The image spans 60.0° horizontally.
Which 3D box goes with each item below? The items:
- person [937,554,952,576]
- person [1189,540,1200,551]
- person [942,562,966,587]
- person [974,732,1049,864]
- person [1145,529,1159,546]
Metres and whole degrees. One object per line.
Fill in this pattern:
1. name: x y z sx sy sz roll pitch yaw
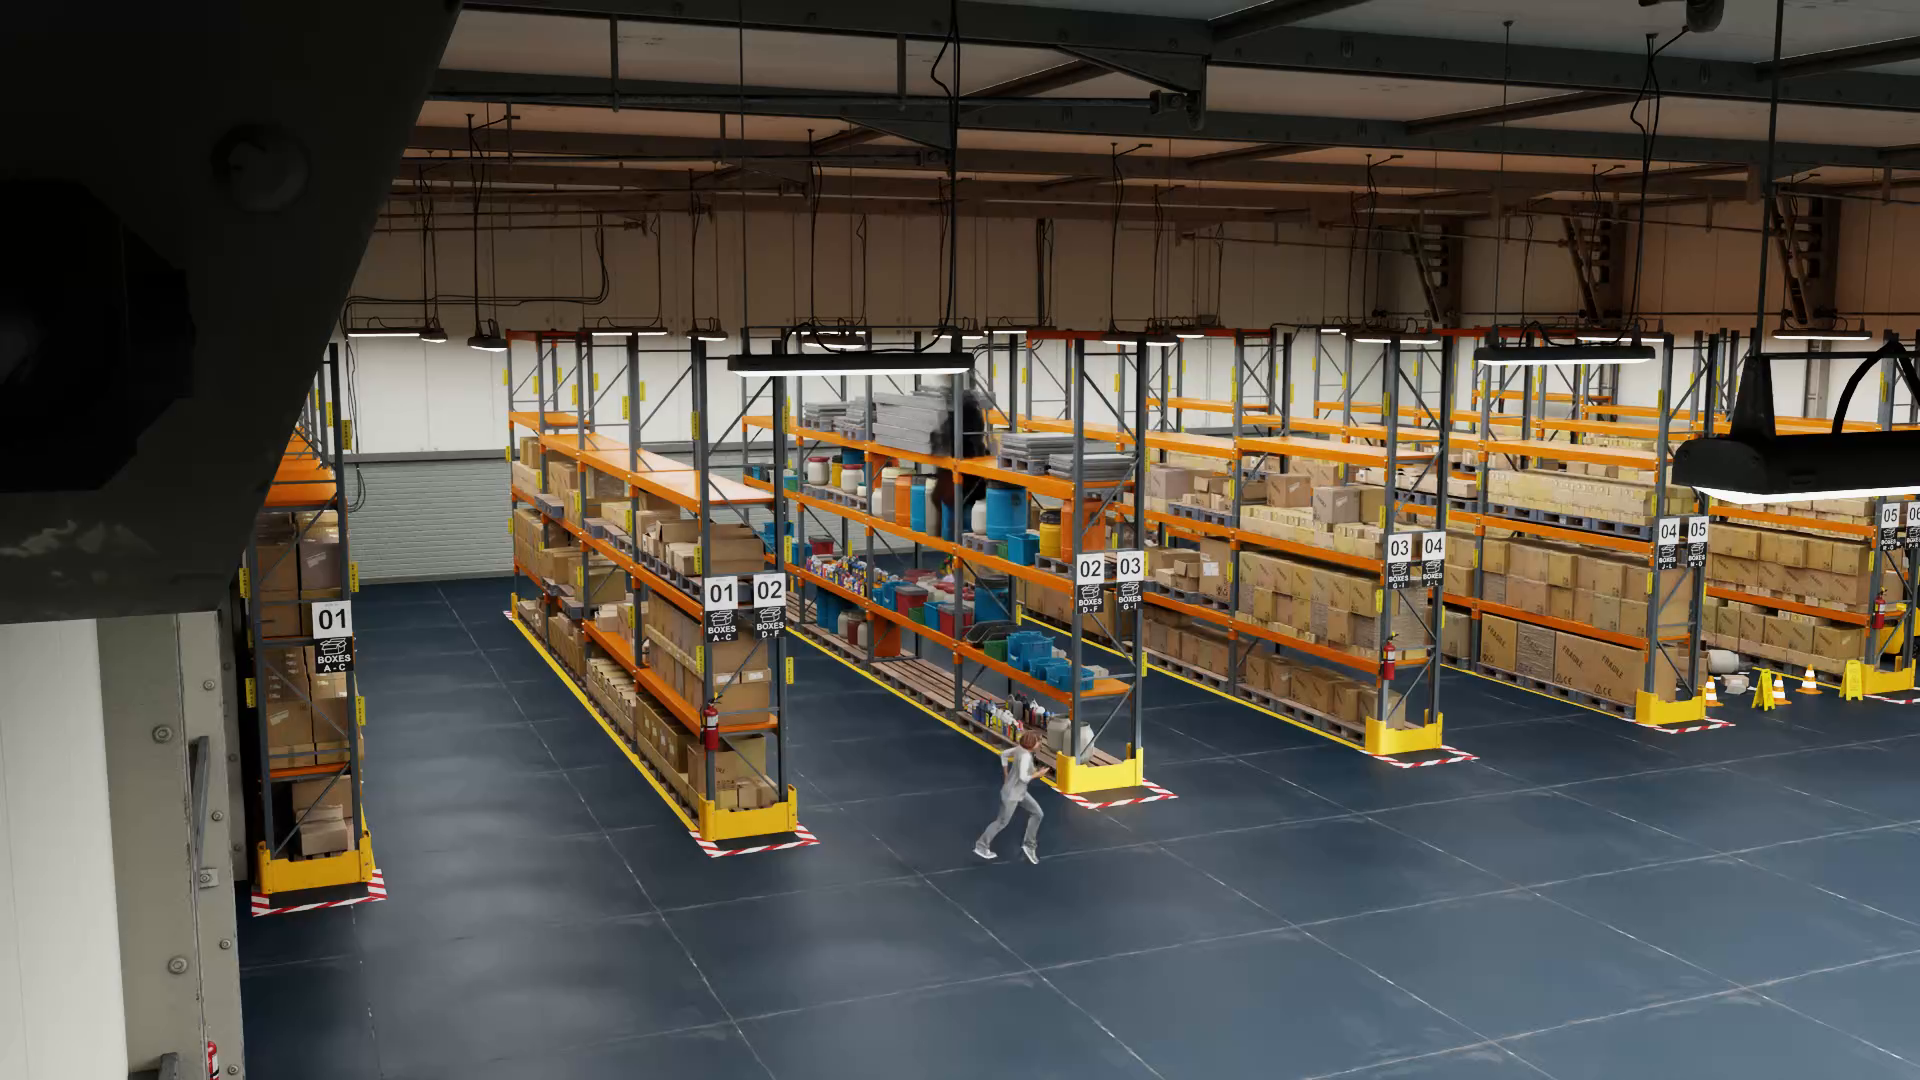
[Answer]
1. person: -0.045 0.024 39.838 0.983 1.813 0.673 1 8 10
2. person: 5.925 -0.168 41.373 0.916 1.765 0.757 6 10 38
3. person: -0.056 1.213 31.863 0.600 1.608 0.538 -4 9 -29
4. person: 0.594 2.967 19.110 0.865 1.580 0.527 1 8 8
5. person: 4.079 0.604 36.050 0.679 1.762 0.822 -4 9 -27
